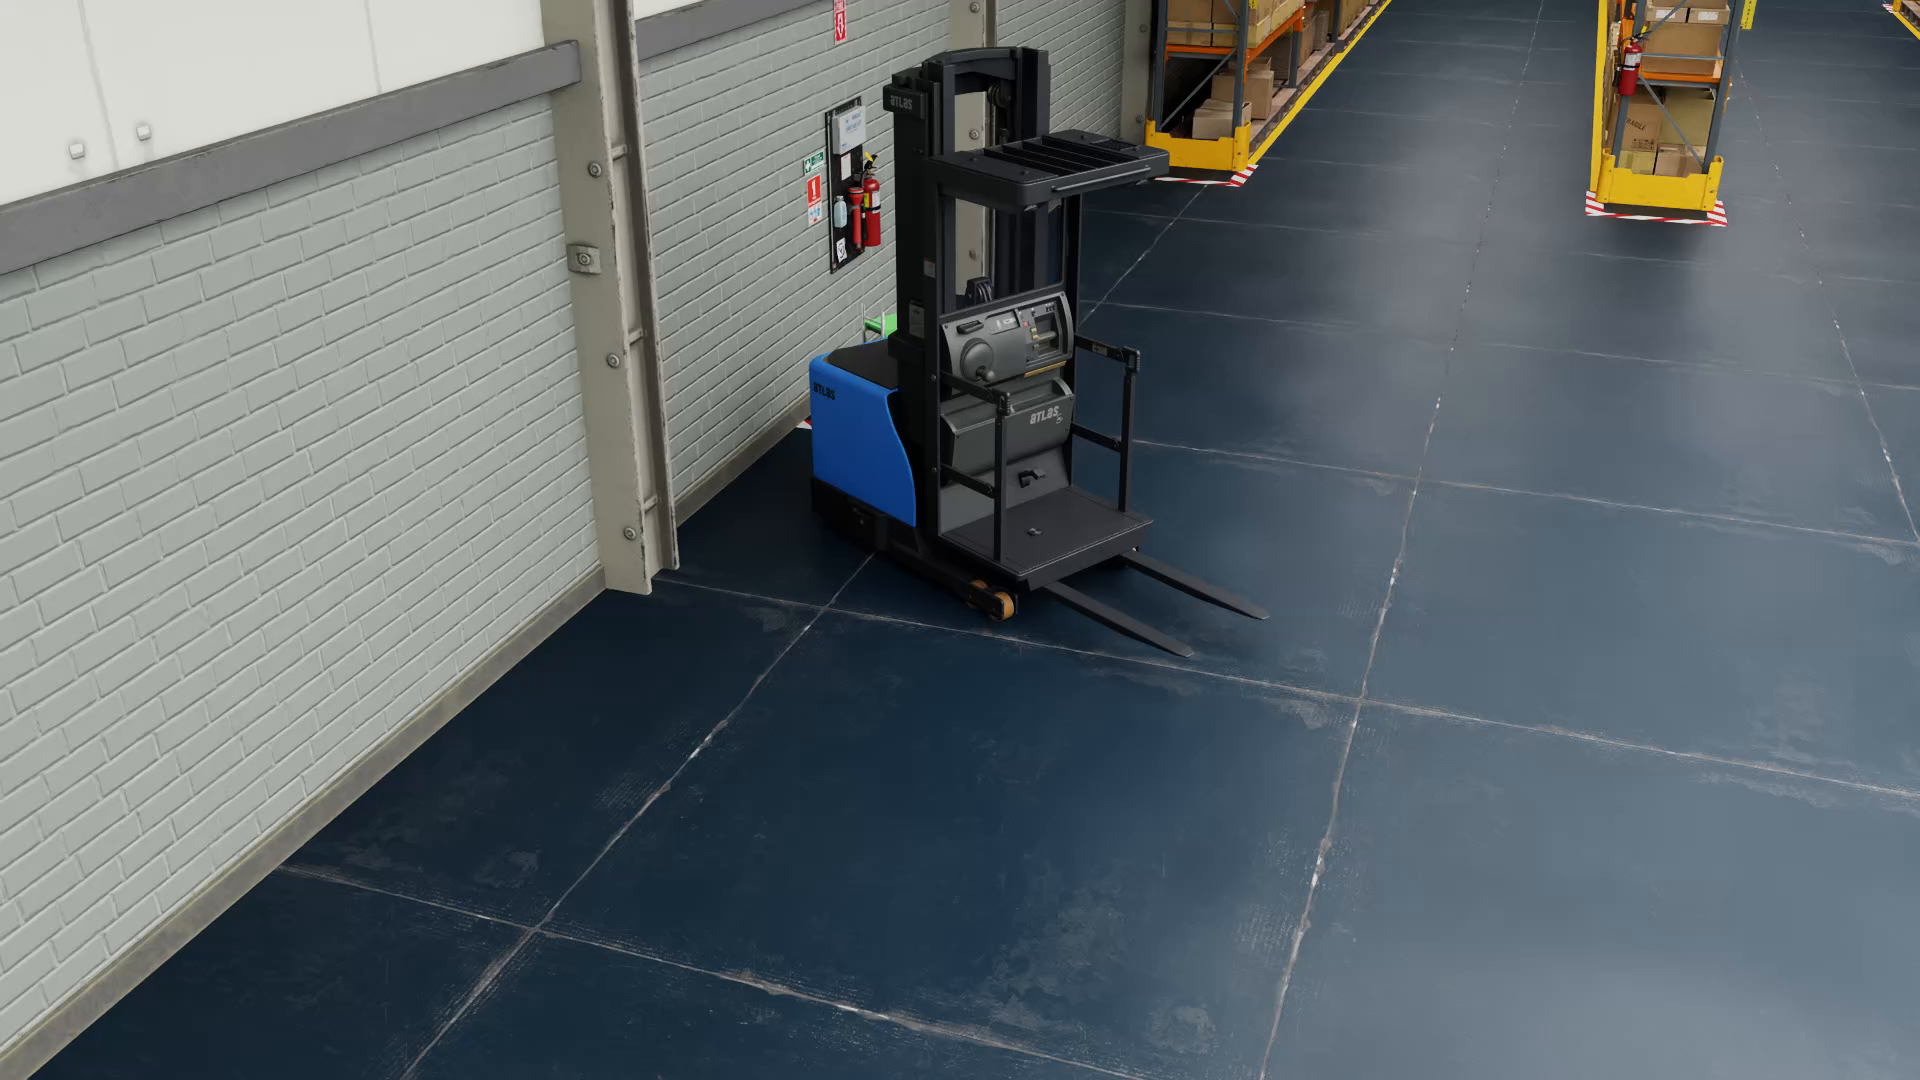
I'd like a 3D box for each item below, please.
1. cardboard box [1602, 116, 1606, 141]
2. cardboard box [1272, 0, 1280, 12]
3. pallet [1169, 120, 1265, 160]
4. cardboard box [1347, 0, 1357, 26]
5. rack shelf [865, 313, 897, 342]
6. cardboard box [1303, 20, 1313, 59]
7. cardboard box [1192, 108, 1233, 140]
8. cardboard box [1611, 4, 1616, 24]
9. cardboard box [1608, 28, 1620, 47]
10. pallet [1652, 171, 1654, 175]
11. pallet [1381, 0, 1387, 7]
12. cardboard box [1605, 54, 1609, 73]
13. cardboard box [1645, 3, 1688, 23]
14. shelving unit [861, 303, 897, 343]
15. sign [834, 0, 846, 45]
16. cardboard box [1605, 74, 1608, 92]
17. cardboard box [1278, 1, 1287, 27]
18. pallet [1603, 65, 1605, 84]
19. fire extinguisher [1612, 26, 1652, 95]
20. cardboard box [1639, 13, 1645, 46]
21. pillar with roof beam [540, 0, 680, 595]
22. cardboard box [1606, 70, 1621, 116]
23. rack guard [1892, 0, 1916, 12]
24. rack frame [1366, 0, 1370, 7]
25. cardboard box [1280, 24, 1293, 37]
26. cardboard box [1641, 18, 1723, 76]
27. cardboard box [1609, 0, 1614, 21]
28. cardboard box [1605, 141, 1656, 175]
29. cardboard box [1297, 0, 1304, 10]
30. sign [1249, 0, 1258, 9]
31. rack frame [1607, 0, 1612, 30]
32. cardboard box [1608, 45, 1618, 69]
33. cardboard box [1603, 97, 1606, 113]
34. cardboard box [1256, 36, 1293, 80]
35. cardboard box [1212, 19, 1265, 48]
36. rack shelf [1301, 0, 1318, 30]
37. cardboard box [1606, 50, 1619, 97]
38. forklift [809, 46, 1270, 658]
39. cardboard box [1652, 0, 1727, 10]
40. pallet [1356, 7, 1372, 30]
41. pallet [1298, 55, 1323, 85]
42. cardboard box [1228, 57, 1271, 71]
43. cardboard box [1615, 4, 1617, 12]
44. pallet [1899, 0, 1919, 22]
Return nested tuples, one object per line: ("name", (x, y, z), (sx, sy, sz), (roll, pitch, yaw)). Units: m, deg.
("cardboard box", (7.754, -4.770, 19.334), (0.500, 0.250, 0.500), (9, 27, 17))
("cardboard box", (3.488, -6.499, 19.520), (0.500, 0.500, 0.500), (8, 27, 16))
("pallet", (3.023, -4.759, 19.838), (1.003, 0.211, 1.213), (9, 27, 17))
("cardboard box", (6.022, -8.806, 26.980), (0.750, 0.750, 0.750), (9, 27, 17))
("rack shelf", (-0.362, -1.368, 10.744), (0.480, 0.148, 0.258), (-19, 32, -34))
("cardboard box", (4.746, -7.308, 24.266), (0.700, 0.500, 0.500), (9, 27, 17))
("cardboard box", (3.009, -4.914, 19.537), (0.500, 0.311, 0.500), (6, 26, 12))
("cardboard box", (10.291, -7.929, 25.548), (0.500, 0.500, 0.500), (8, 27, 16))
("cardboard box", (9.410, -7.039, 23.377), (0.500, 0.311, 0.500), (8, 27, 16))
("pallet", (7.581, -4.003, 18.275), (1.003, 0.211, 1.213), (9, 27, 17))
("pallet", (7.418, -10.135, 30.940), (1.003, 0.211, 1.213), (9, 27, 17))
("cardboard box", (9.243, -6.583, 23.077), (0.500, 0.250, 0.500), (8, 27, 16))
("cardboard box", (7.314, -5.459, 17.224), (0.380, 0.149, 0.250), (8, 27, 17))
("shelving unit", (-0.362, -0.993, 10.925), (0.503, 1.200, 0.258), (-19, 32, -34))
("sign", (-0.841, -3.646, 11.679), (0.001, 0.298, 0.199), (9, 27, 17))
("cardboard box", (8.732, -5.953, 21.776), (0.500, 0.250, 0.500), (8, 27, 17))
("cardboard box", (3.660, -6.382, 20.138), (0.500, 0.250, 0.500), (9, 27, 18))
("pallet", (9.718, -6.638, 23.717), (1.003, 0.211, 1.213), (9, 27, 17))
("fire extinguisher", (6.889, -4.922, 17.062), (0.296, 0.674, 0.183), (9, 27, 17))
("cardboard box", (8.046, -5.809, 18.691), (0.700, 0.500, 0.500), (10, 27, 19))
("pillar with roof beam", (2.177, -3.212, 6.558), (9.100, 9.000, 0.400), (9, 27, 17))
("cardboard box", (7.751, -5.109, 19.172), (0.500, 0.500, 0.500), (9, 27, 17))
("rack guard", (17.356, -9.680, 29.668), (1.175, 0.500, 0.348), (9, 27, 17))
("rack frame", (6.687, -10.586, 28.672), (1.000, 3.000, 0.127), (9, 27, 17))
("cardboard box", (4.397, -7.195, 23.171), (0.500, 0.250, 0.500), (8, 27, 16))
("cardboard box", (7.534, -5.173, 17.377), (0.700, 0.500, 0.500), (9, 27, 17))
("cardboard box", (10.969, -8.779, 27.302), (0.500, 0.500, 0.500), (8, 27, 15))
("cardboard box", (7.266, -4.152, 18.057), (0.500, 0.250, 0.500), (9, 27, 17))
("cardboard box", (4.153, -7.001, 21.417), (0.500, 0.250, 0.500), (9, 27, 18))
("sign", (3.205, -5.966, 18.135), (0.100, 0.325, 0.005), (9, 27, 17))
("rack frame", (11.359, -9.869, 27.191), (1.000, 3.000, 0.127), (9, 27, 17))
("cardboard box", (8.897, -6.413, 22.082), (0.500, 0.311, 0.500), (9, 27, 17))
("cardboard box", (8.257, -5.386, 20.606), (0.500, 0.250, 0.500), (9, 27, 17))
("cardboard box", (4.254, -6.676, 22.960), (0.700, 0.500, 0.500), (10, 27, 19))
("cardboard box", (3.155, -5.750, 18.834), (0.500, 0.250, 0.500), (8, 27, 16))
("rack shelf", (4.690, -7.796, 23.736), (1.077, 0.370, 4.000), (9, 27, 17))
("cardboard box", (8.248, -5.725, 20.445), (0.500, 0.500, 0.500), (9, 27, 17))
("forklift", (0.415, -1.112, 9.184), (1.130, 2.935, 3.031), (-21, 33, -36))
("cardboard box", (7.551, -5.778, 17.139), (0.700, 0.500, 0.500), (9, 27, 18))
("pallet", (6.501, -9.003, 28.602), (1.003, 0.211, 1.213), (9, 27, 17))
("pallet", (4.687, -6.866, 24.189), (1.003, 0.211, 1.213), (9, 27, 17))
("cardboard box", (3.717, -5.939, 21.438), (0.500, 0.500, 0.500), (7, 27, 14))
("cardboard box", (10.133, -8.078, 24.995), (0.500, 0.250, 0.500), (10, 28, 19))
("pallet", (17.049, -9.205, 29.019), (1.003, 0.211, 1.213), (9, 27, 17))
